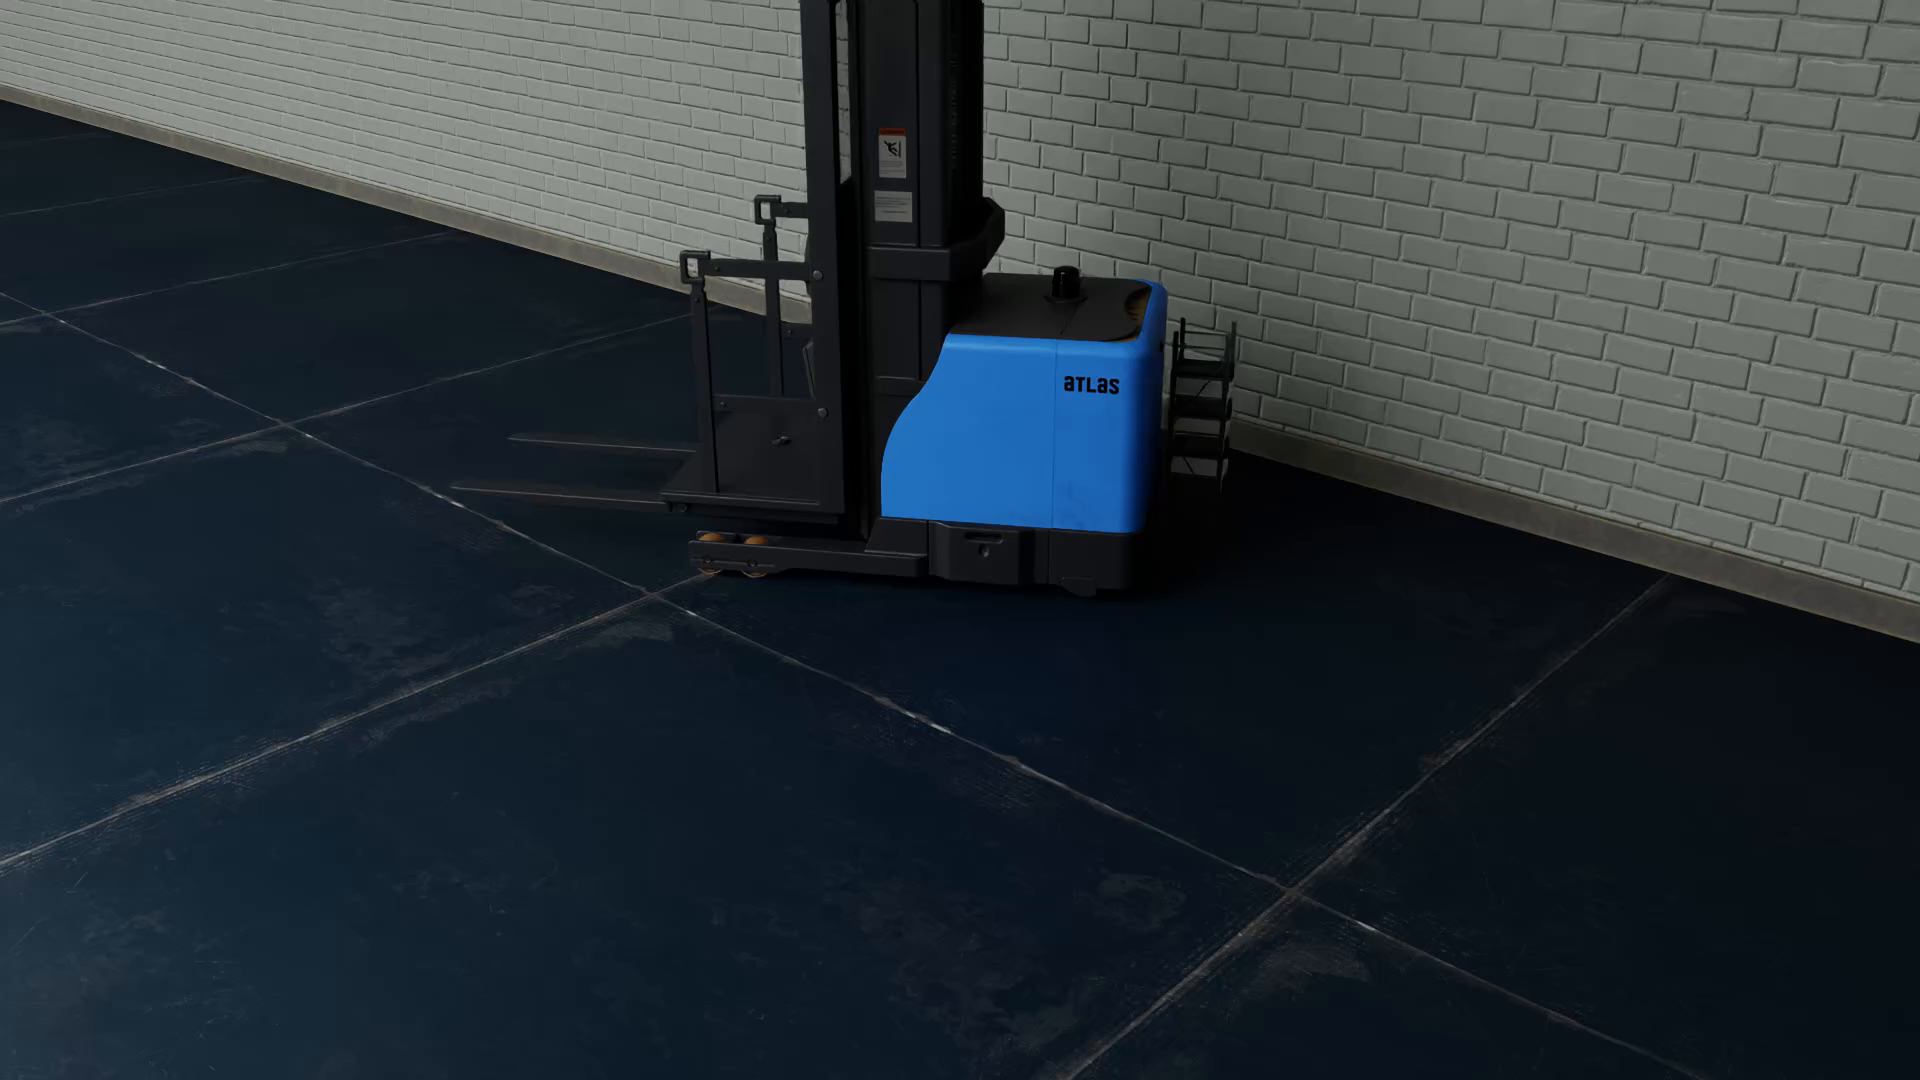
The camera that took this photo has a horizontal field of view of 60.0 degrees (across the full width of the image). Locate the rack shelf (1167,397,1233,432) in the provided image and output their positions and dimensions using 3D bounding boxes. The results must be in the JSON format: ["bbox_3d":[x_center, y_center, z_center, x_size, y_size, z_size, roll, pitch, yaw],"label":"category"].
[{"bbox_3d":[1.045,-0.549,7.236,0.258,0.077,0.200,6,25,14],"label":"rack shelf"}]

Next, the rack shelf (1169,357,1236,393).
[{"bbox_3d":[1.045,-0.713,7.162,0.258,0.077,0.200,6,25,14],"label":"rack shelf"}]

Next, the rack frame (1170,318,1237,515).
[{"bbox_3d":[1.072,-0.537,7.348,0.240,0.900,0.006,6,25,14],"label":"rack frame"}]

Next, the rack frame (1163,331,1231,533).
[{"bbox_3d":[1.018,-0.457,7.169,0.240,0.900,0.006,6,25,14],"label":"rack frame"}]

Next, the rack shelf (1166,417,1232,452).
[{"bbox_3d":[1.045,-0.467,7.272,0.258,0.077,0.200,6,25,14],"label":"rack shelf"}]

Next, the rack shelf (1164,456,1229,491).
[{"bbox_3d":[1.045,-0.303,7.346,0.258,0.077,0.200,6,25,14],"label":"rack shelf"}]

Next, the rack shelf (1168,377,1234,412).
[{"bbox_3d":[1.045,-0.631,7.199,0.258,0.077,0.200,6,25,14],"label":"rack shelf"}]

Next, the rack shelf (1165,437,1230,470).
[{"bbox_3d":[1.045,-0.385,7.309,0.258,0.077,0.200,6,25,14],"label":"rack shelf"}]

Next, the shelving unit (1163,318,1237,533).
[{"bbox_3d":[1.045,-0.497,7.259,0.258,0.900,0.210,6,25,14],"label":"shelving unit"}]

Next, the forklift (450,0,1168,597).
[{"bbox_3d":[-0.670,-1.387,6.762,3.031,2.935,1.130,4,25,9],"label":"forklift"}]
